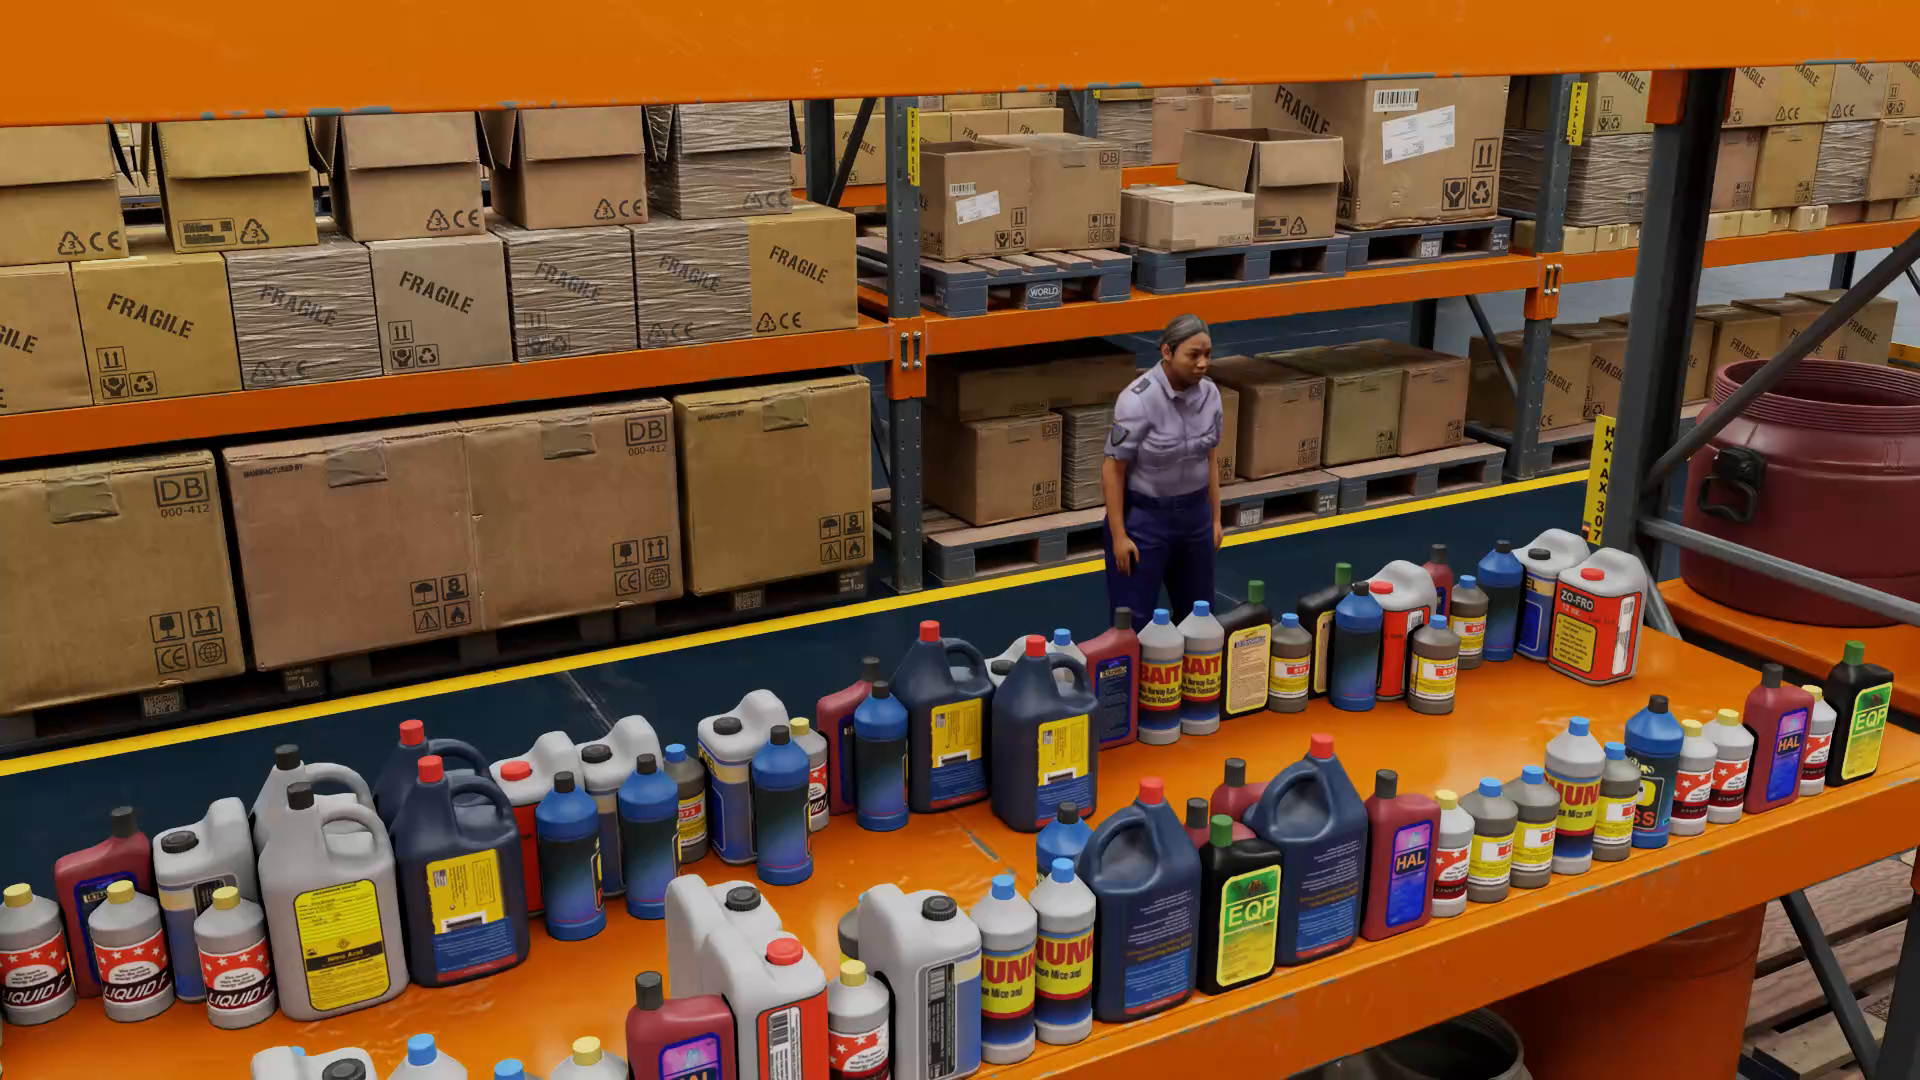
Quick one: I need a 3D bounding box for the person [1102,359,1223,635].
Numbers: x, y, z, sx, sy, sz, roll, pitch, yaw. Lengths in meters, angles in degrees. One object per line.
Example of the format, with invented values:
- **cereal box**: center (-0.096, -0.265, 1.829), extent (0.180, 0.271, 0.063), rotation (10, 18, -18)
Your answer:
- **person**: center (0.743, 0.054, 6.188), extent (0.533, 1.476, 0.370), rotation (-11, 21, -29)
